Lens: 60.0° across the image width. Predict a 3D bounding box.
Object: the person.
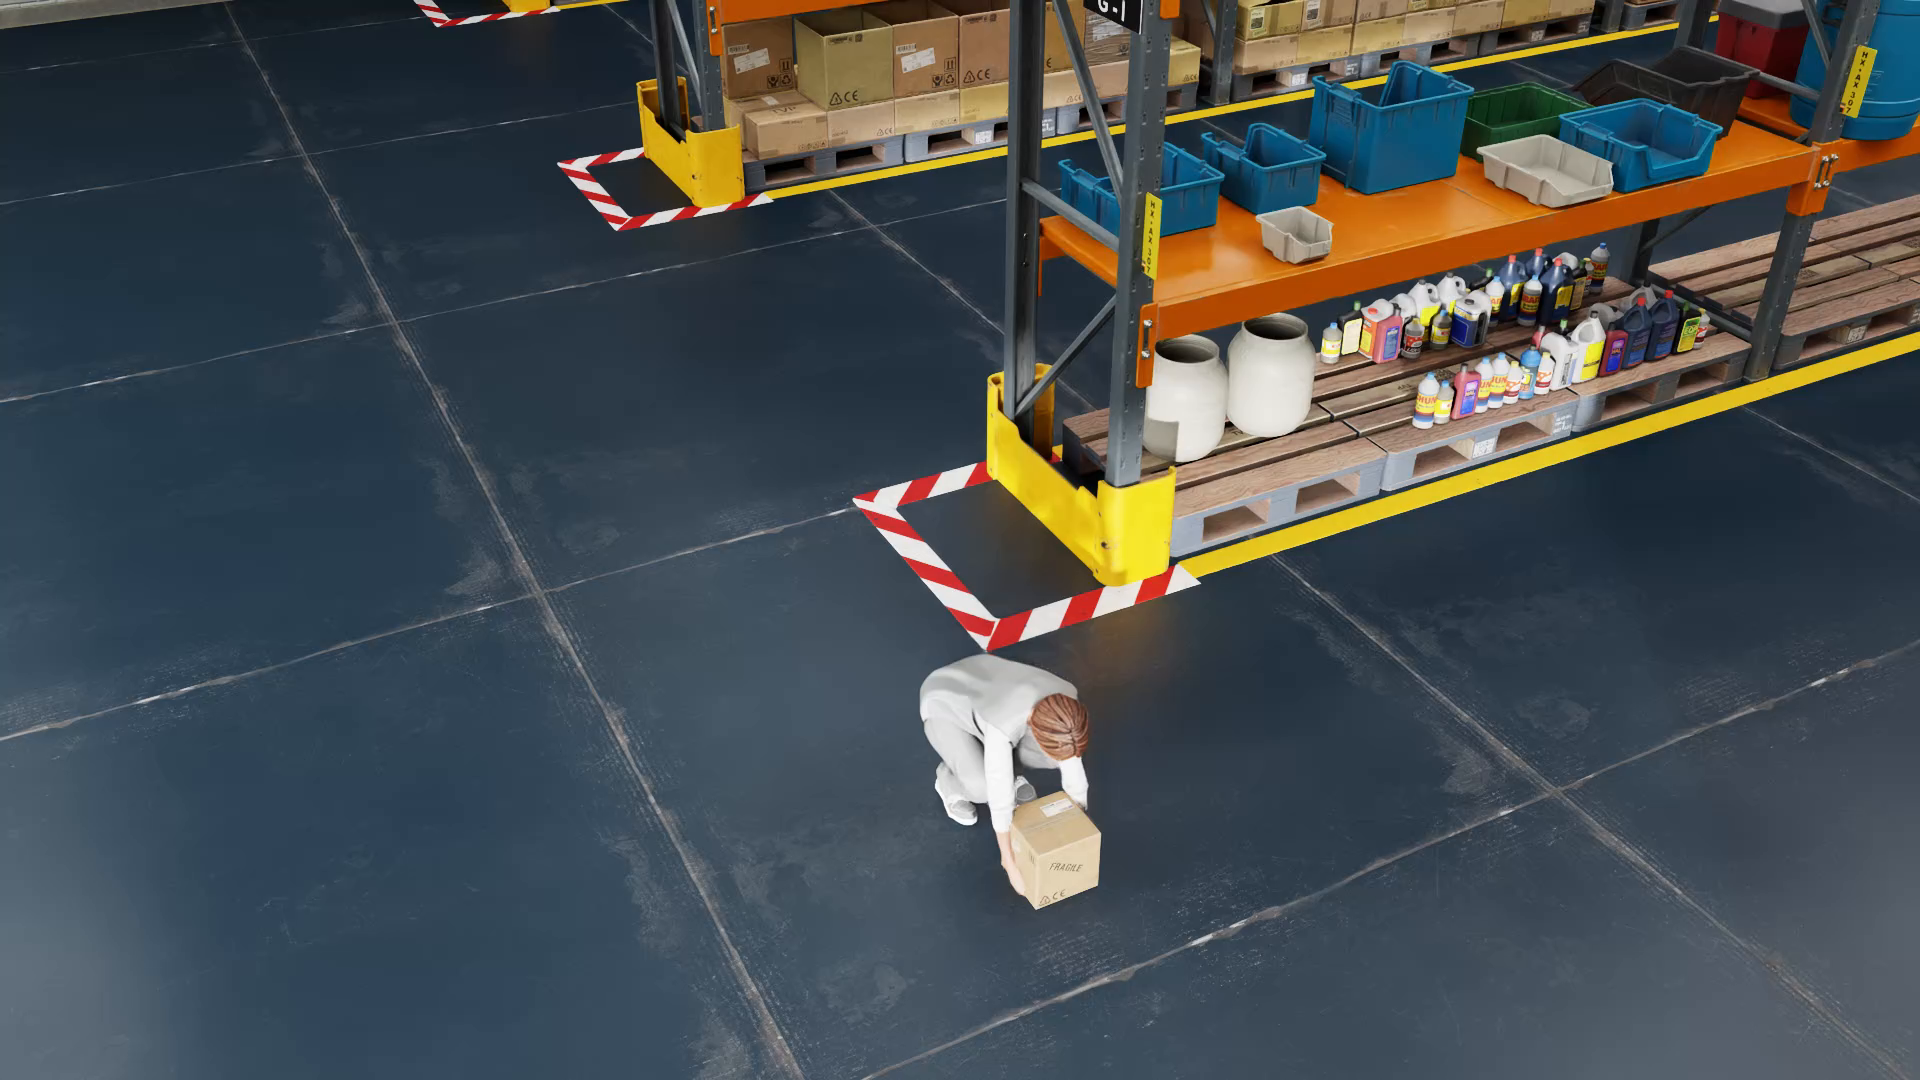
[{"bbox_3d":[0.156,0.720,5.871,0.432,0.767,0.814,-16,37,-23],"label":"person"}]
